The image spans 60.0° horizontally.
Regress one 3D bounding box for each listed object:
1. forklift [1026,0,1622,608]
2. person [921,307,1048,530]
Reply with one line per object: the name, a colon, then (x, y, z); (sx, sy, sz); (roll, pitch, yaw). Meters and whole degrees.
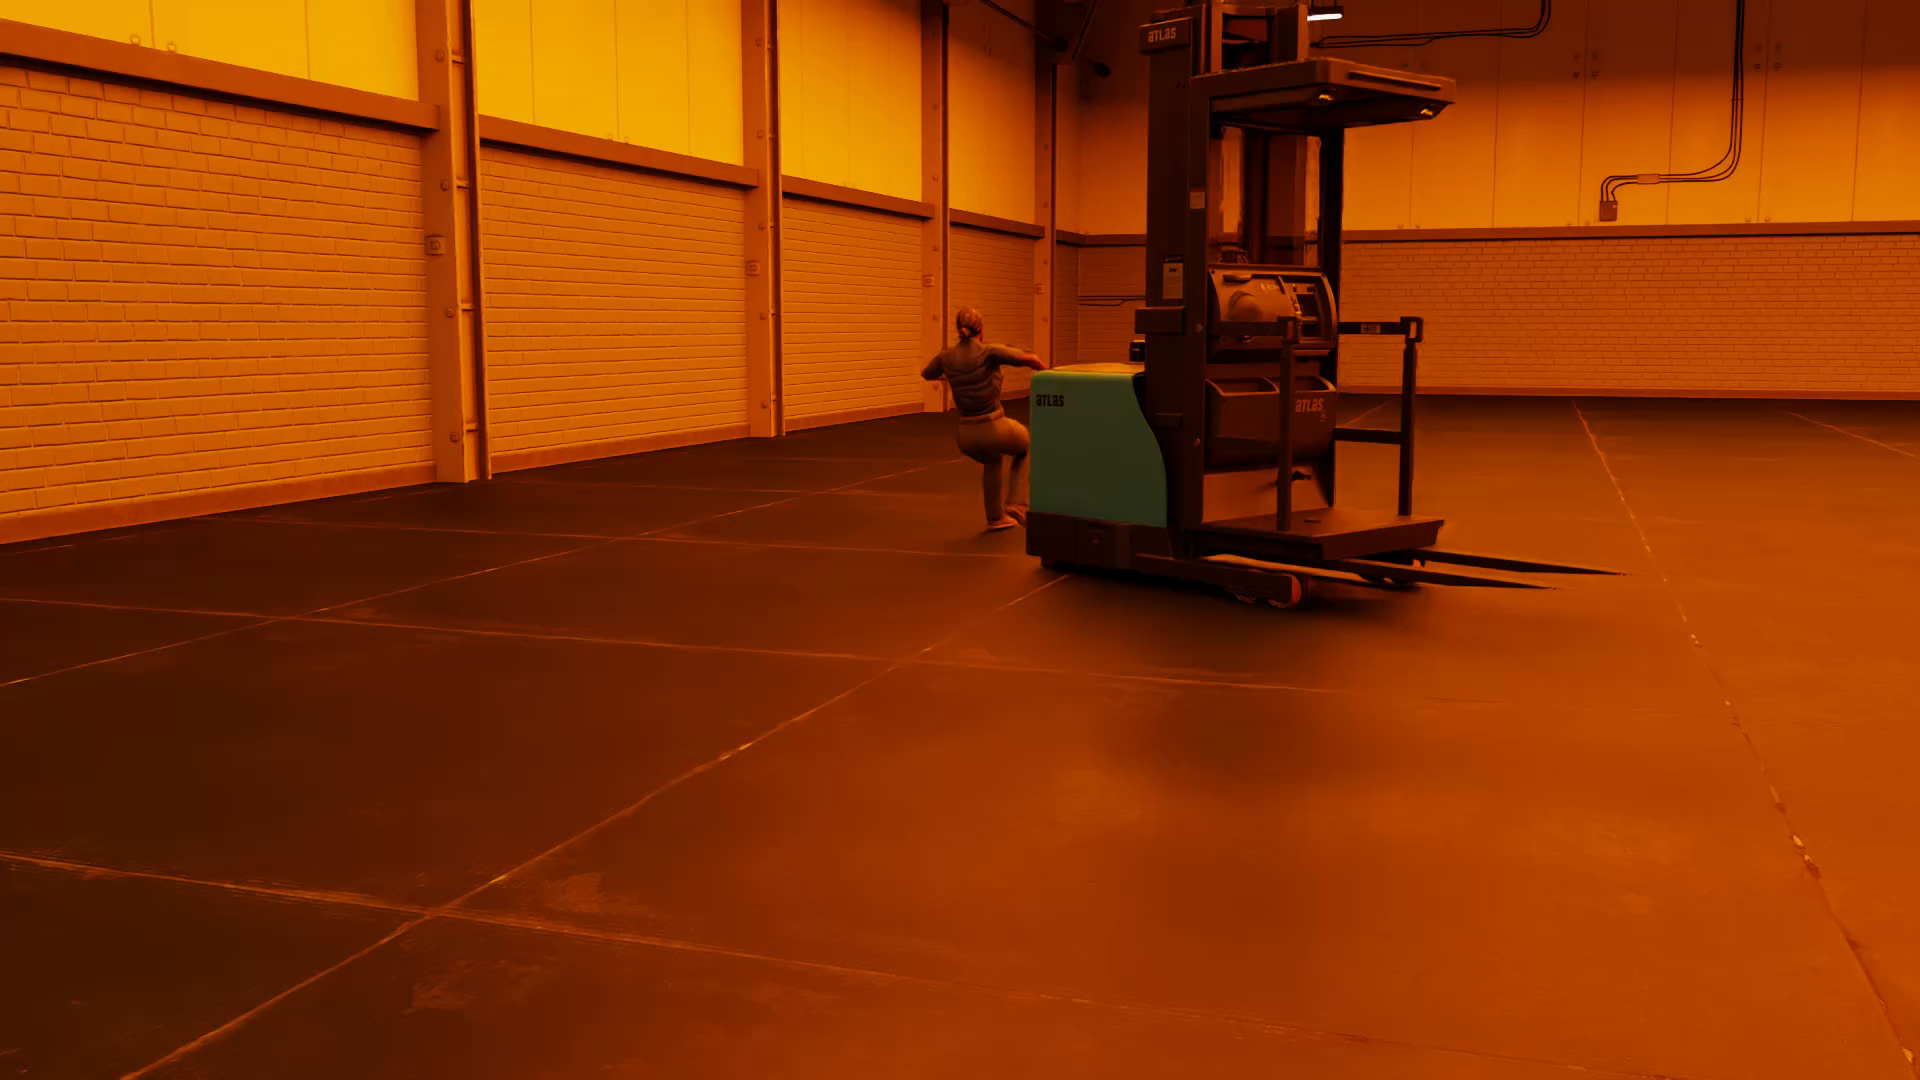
forklift: (1.713, -1.206, 8.179); (1.130, 2.935, 3.031); (-6, 10, -41)
person: (0.245, -0.751, 10.491); (0.984, 1.420, 0.804); (3, 8, 23)
